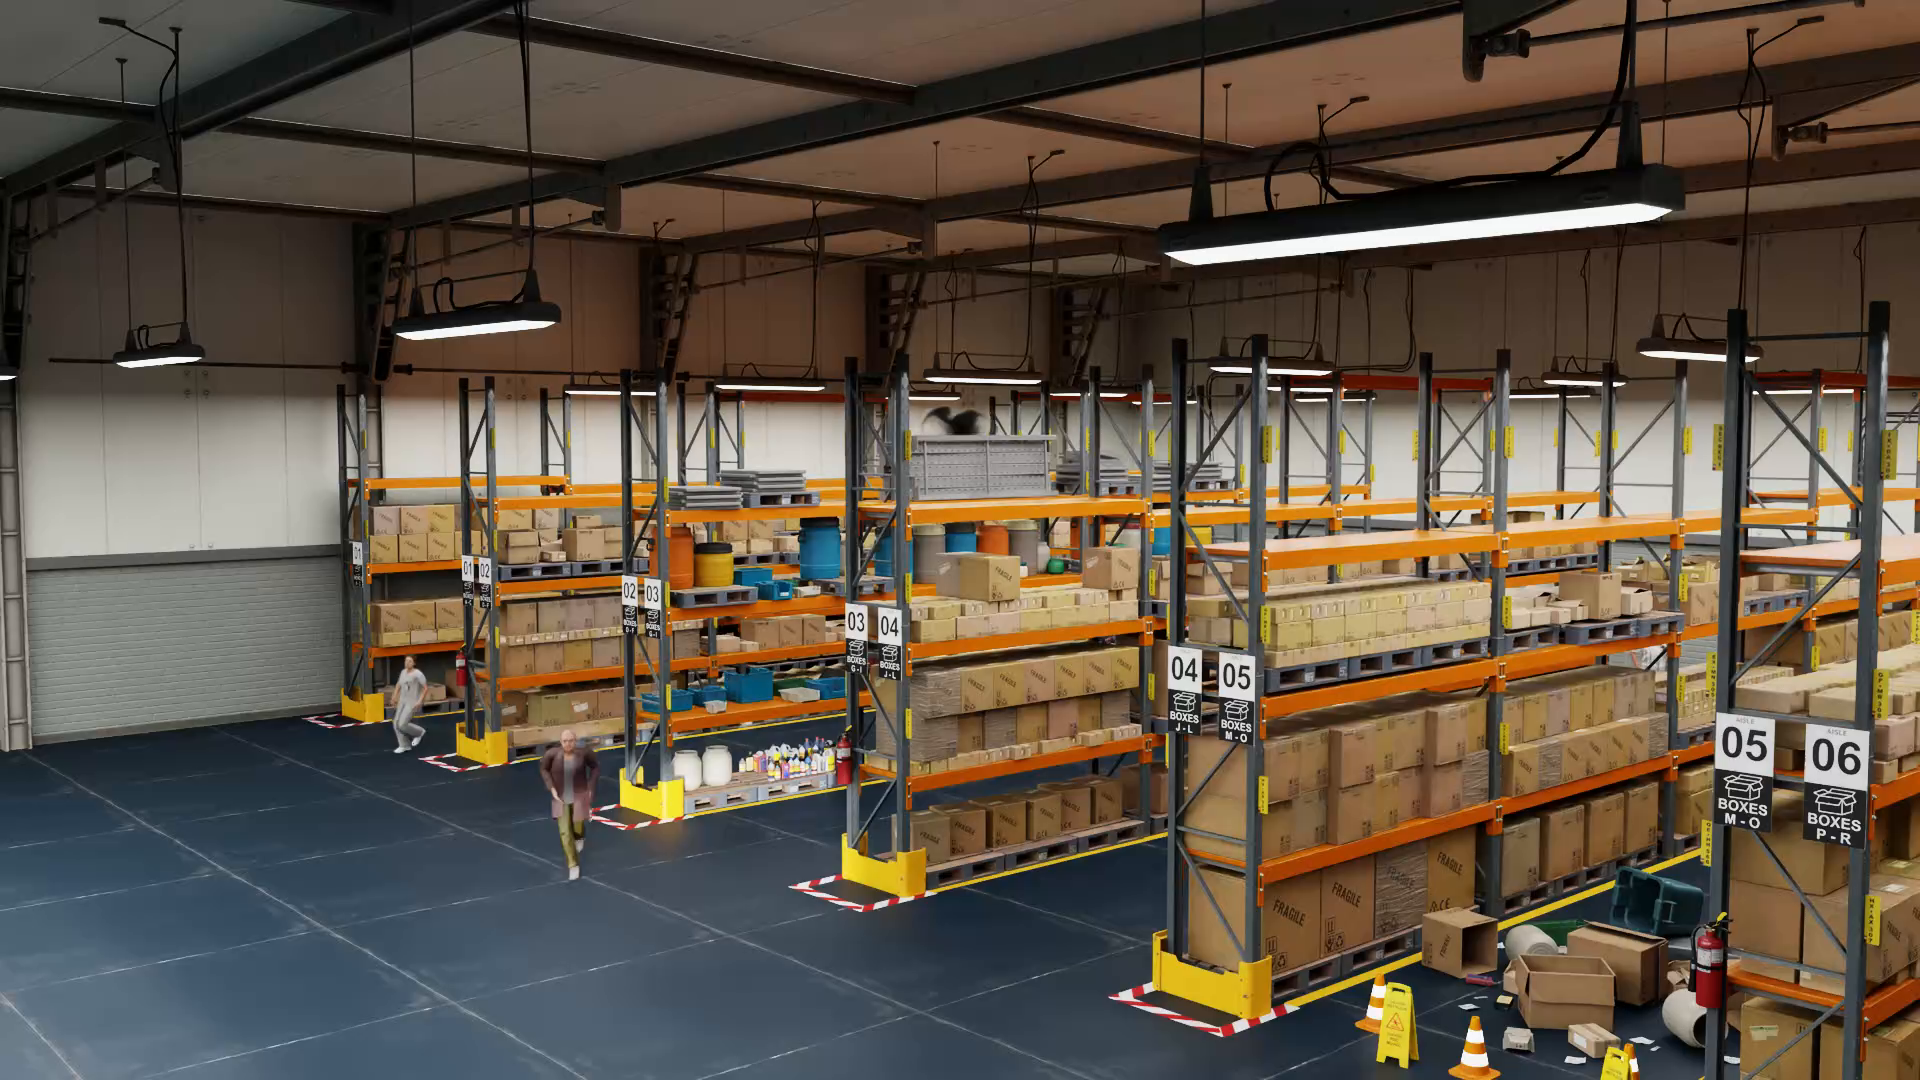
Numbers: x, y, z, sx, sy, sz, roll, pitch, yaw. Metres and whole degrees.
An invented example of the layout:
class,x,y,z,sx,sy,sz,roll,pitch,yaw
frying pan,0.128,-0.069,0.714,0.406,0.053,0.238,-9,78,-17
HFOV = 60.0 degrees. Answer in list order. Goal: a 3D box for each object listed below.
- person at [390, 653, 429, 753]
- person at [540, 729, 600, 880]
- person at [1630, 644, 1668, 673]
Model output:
class,x,y,z,sx,sy,sz,roll,pitch,yaw
person,-8.800,2.613,26.691,0.607,1.616,0.552,2,4,28
person,-4.564,3.034,19.523,0.686,1.733,0.923,0,4,-5
person,12.338,2.350,29.551,0.660,1.736,0.636,0,4,-4
